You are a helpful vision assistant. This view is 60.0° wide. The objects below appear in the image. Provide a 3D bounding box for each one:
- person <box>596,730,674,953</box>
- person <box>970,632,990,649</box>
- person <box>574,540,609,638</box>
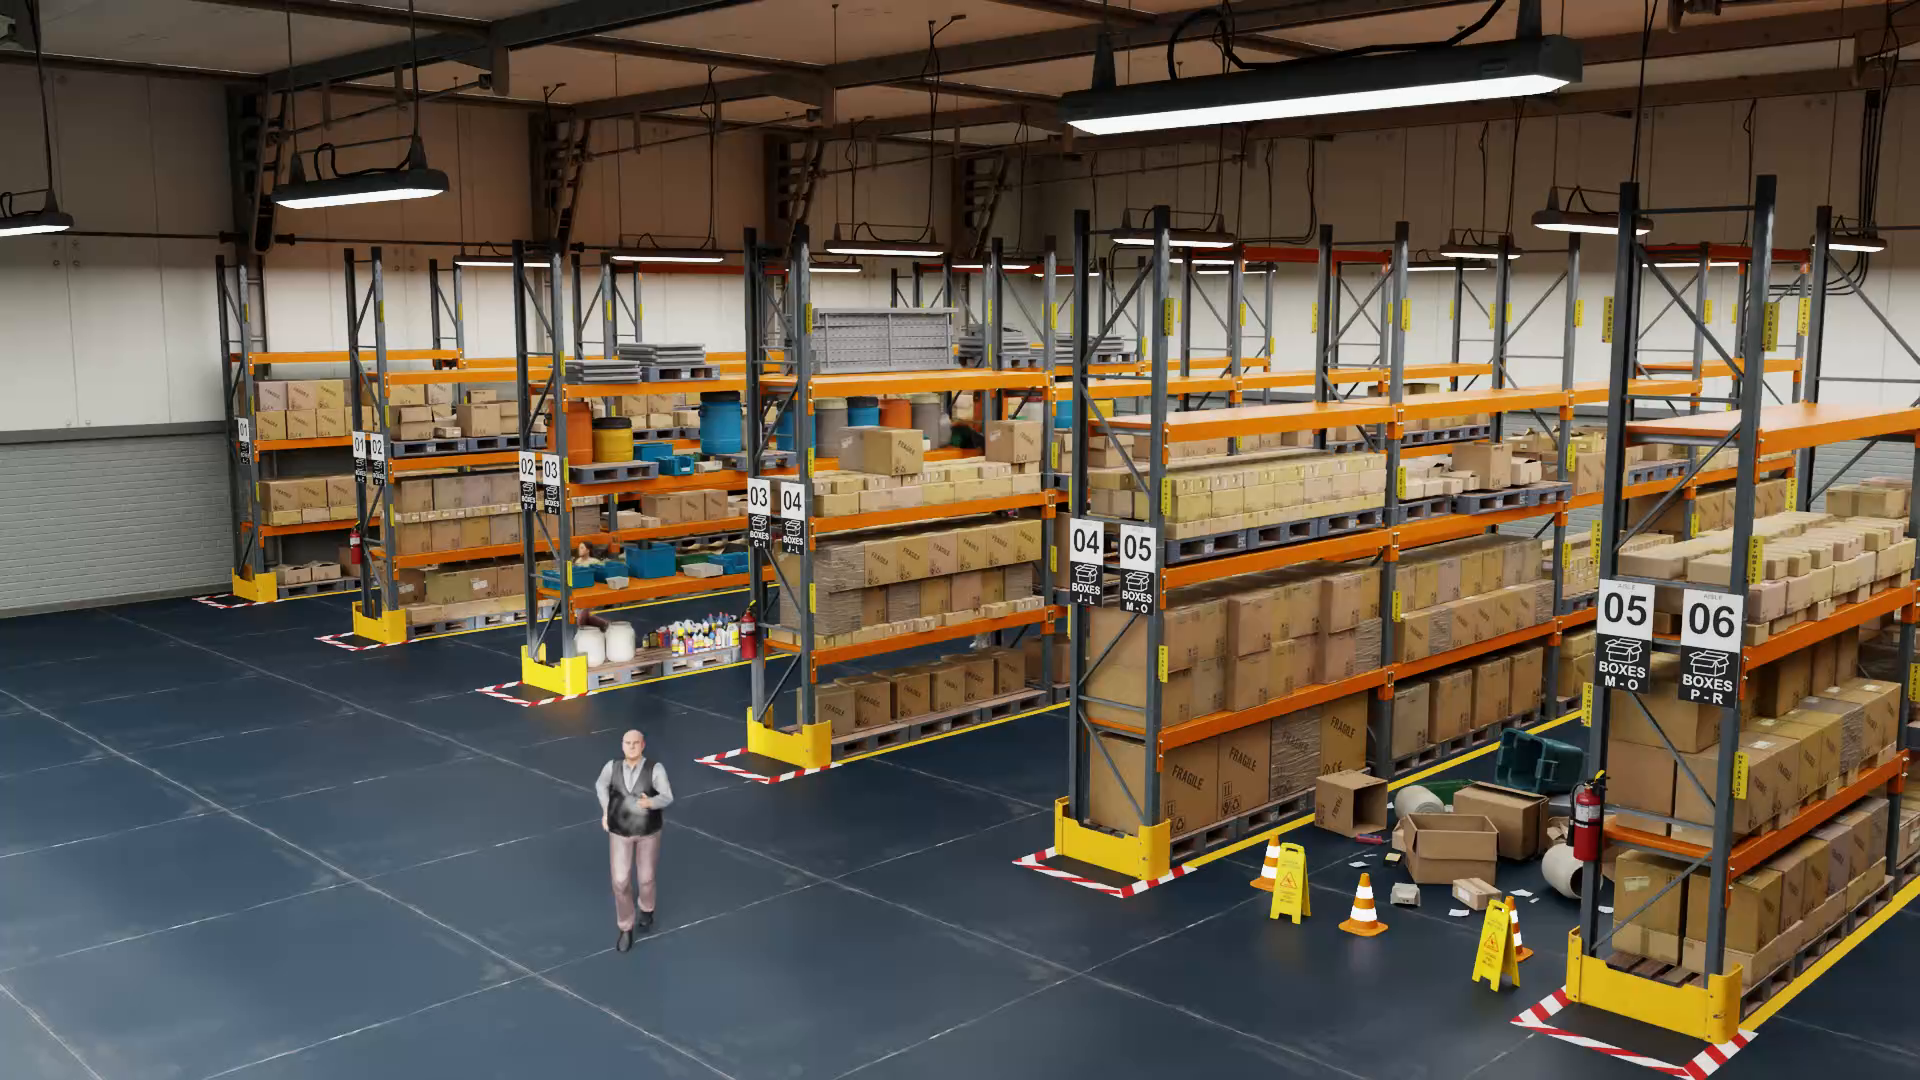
[{"bbox_3d":[-2.641,2.420,13.509,0.639,1.781,0.724,-1,8,-7],"label":"person"},{"bbox_3d":[0.191,0.705,23.465,0.683,1.805,0.678,6,10,36],"label":"person"},{"bbox_3d":[-5.562,0.828,24.805,0.578,1.663,0.935,6,10,36],"label":"person"}]
